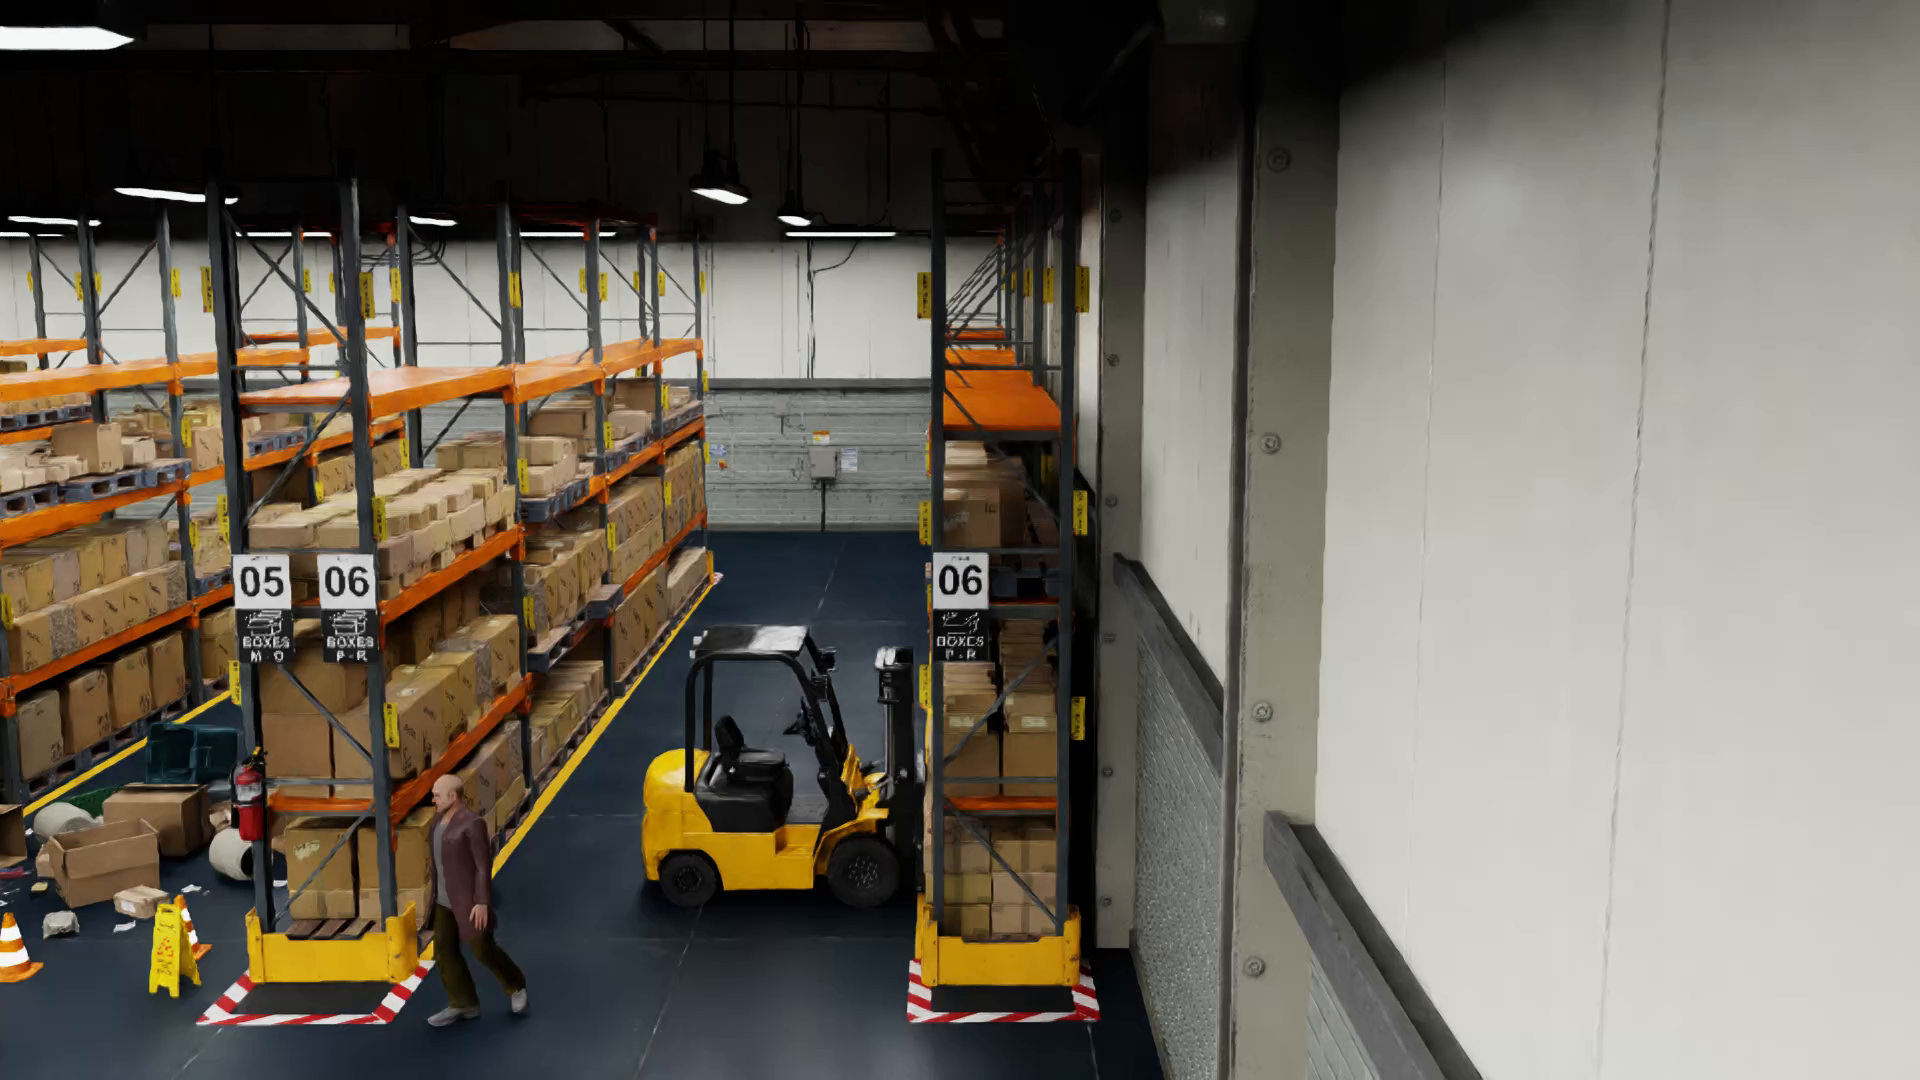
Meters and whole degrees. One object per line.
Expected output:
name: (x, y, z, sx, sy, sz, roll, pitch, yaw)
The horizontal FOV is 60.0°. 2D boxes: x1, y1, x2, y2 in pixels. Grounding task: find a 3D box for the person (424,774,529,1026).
person: (-3.384, 2.434, 11.580, 0.643, 1.690, 0.639, 7, 11, 35)
